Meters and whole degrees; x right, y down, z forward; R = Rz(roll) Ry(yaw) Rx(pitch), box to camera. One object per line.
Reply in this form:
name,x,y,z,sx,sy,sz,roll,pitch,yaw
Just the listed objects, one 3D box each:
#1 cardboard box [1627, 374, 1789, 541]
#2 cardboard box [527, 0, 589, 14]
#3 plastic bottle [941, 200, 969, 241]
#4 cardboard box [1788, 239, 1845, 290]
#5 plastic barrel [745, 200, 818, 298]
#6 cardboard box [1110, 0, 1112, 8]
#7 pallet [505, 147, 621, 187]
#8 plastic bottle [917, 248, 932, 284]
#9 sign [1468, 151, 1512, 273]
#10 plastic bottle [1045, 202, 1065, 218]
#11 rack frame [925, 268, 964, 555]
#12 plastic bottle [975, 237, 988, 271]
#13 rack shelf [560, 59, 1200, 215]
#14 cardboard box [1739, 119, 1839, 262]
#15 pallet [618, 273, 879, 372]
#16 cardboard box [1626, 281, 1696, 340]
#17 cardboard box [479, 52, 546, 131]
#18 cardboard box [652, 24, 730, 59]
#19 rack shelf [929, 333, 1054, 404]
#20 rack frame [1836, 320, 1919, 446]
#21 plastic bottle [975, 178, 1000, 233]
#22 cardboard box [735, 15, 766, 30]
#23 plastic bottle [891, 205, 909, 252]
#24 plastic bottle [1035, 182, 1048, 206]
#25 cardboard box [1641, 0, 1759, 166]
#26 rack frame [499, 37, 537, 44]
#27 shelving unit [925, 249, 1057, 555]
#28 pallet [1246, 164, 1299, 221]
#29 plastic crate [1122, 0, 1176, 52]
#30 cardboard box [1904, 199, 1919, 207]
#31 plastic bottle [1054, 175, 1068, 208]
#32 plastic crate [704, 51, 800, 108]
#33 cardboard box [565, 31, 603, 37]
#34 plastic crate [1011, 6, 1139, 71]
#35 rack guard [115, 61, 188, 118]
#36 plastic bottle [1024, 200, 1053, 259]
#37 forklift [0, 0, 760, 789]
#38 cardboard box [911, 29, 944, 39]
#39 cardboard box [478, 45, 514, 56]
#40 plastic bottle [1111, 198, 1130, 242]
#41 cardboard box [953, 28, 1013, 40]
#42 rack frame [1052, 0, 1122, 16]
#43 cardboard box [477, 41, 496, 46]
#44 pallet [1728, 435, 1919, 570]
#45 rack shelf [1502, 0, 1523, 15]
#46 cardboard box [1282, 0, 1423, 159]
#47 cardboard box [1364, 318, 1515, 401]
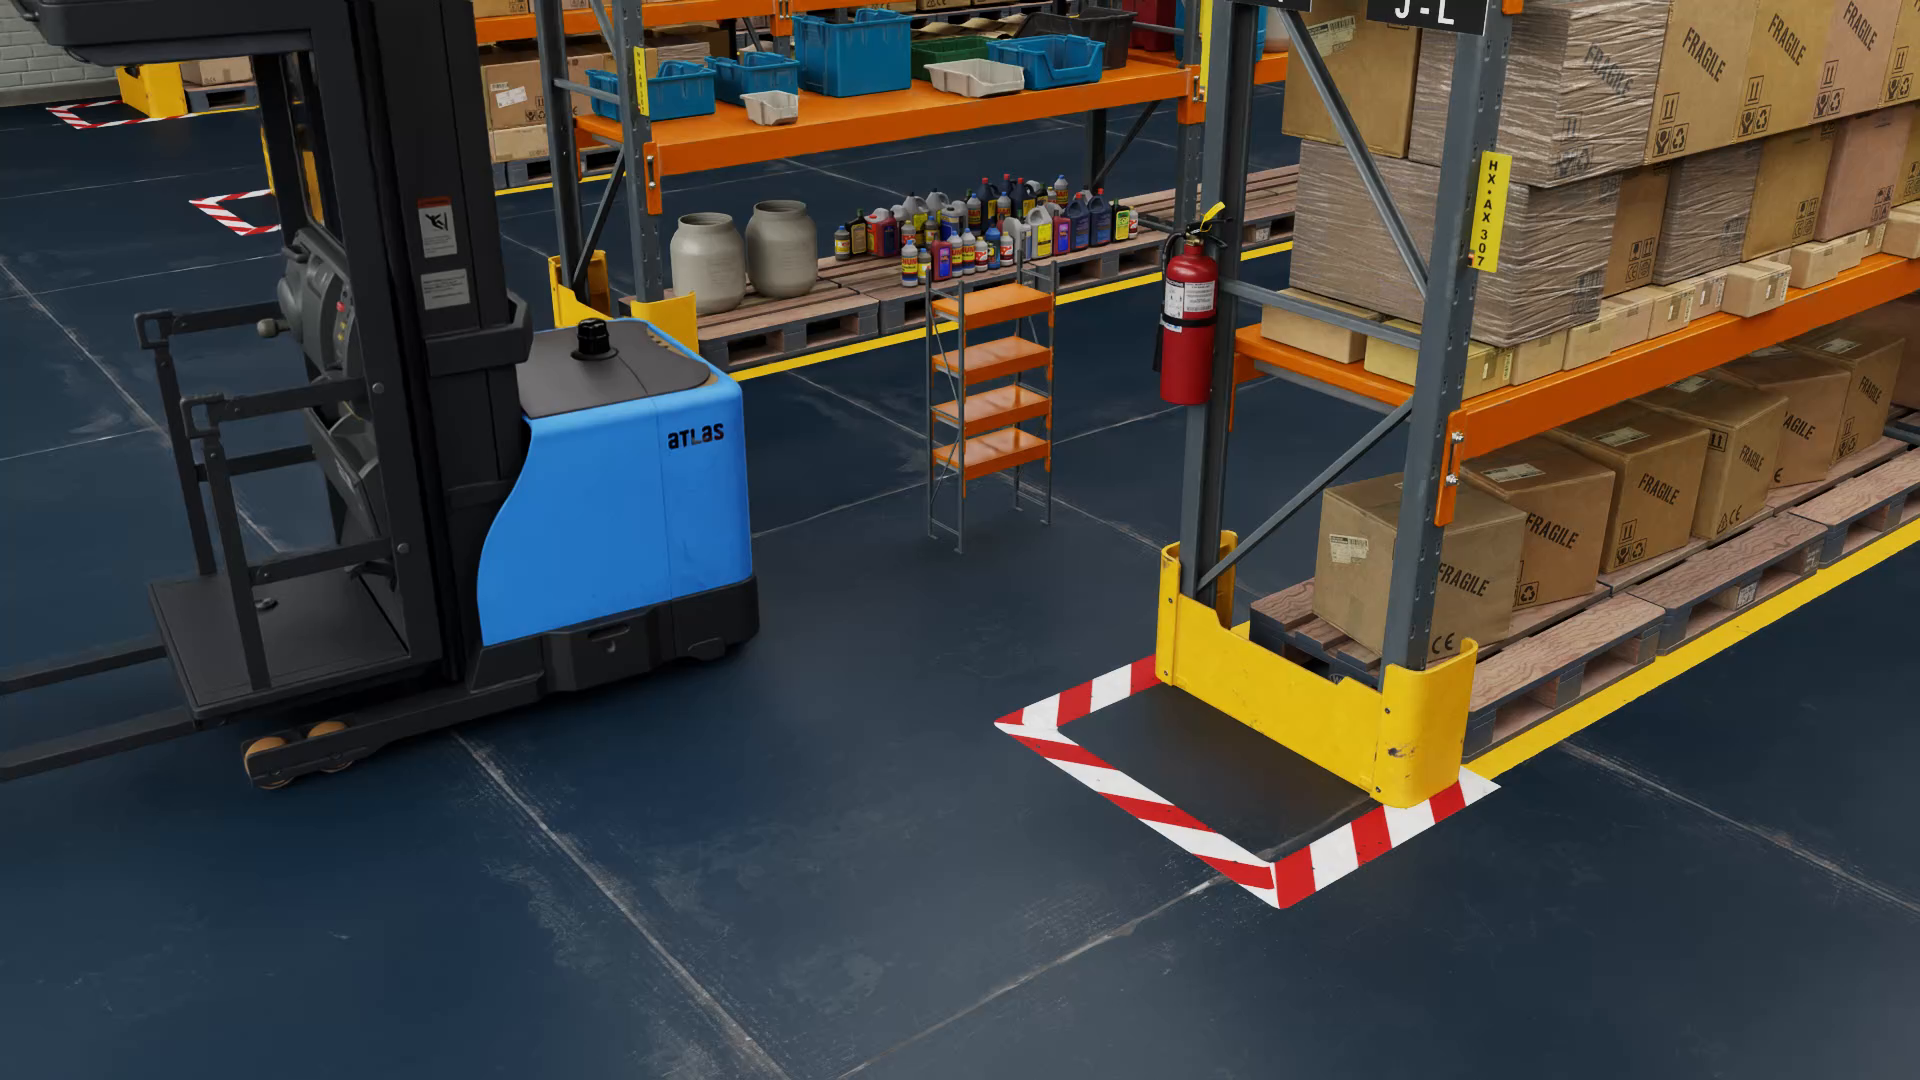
cardboard box,3.056,-0.366,6.945,0.500,0.500,0.500,-22,33,-38
cardboard box,-3.384,-4.547,13.366,0.500,0.500,0.700,-17,30,-33
plastic bottle,-0.038,-2.069,10.857,0.135,0.276,0.152,-18,31,-34
cardboard box,3.105,-1.086,6.326,0.250,0.149,0.380,-18,31,-34
plastic barrel,-1.057,-1.728,9.867,0.421,0.512,0.421,0,25,0
cardboard box,1.952,-5.802,17.745,0.500,0.250,0.500,-17,30,-32
pallet,-3.440,-3.245,13.990,1.213,0.211,1.003,-18,31,-34
plastic bottle,-0.222,-1.665,10.075,0.097,0.201,0.097,0,25,0
sign,1.469,-0.912,4.624,0.005,0.325,0.100,-18,31,-34
plastic bottle,0.634,-2.073,10.866,0.135,0.276,0.152,-18,31,-34
rack frame,-0.062,-0.524,6.953,0.015,1.200,0.240,-18,31,-34
plastic bottle,0.123,-1.779,10.321,0.097,0.201,0.097,0,25,0
rack shelf,-0.348,-2.533,9.999,4.000,0.370,1.077,-18,31,-34
cardboard box,2.724,-1.424,6.284,0.500,0.500,0.875,-18,31,-34
pallet,-1.249,-1.320,9.843,1.213,0.211,1.003,-18,31,-34
cardboard box,2.305,-0.833,5.781,0.250,0.149,0.380,-18,31,-34
cardboard box,-3.639,-3.595,13.311,0.500,0.500,0.500,-18,31,-34
cardboard box,-2.386,-4.287,14.802,0.500,0.500,0.500,-18,31,-34
rack shelf,0.130,-0.729,7.024,0.480,0.148,0.258,-18,31,-34
rack frame,4.282,-1.738,7.432,0.127,3.000,1.000,-18,31,-34
plastic bottle,0.186,-2.256,11.171,0.185,0.351,0.144,-20,31,-36
cardboard box,-2.752,-6.466,20.066,0.500,0.500,0.700,-18,31,-34
plastic bottle,-0.423,-2.019,10.749,0.135,0.276,0.152,-19,31,-35
plastic bottle,0.533,-2.281,11.305,0.133,0.283,0.061,-18,31,-34
cardboard box,2.133,-1.513,5.287,0.500,0.500,0.500,-18,31,-34
rack frame,-4.888,-6.661,18.039,0.127,3.000,1.000,-18,31,-34
shelving unit,0.130,-0.587,7.090,0.503,1.200,0.258,-18,31,-34
pallet,2.780,-2.650,12.708,1.213,0.211,1.003,-18,31,-34
plastic crate,1.418,-3.635,11.443,0.583,0.464,0.402,-18,31,-34
cardboard box,3.858,-1.364,6.925,0.250,0.149,0.380,-18,31,-34
plastic bottle,0.704,-2.403,11.584,0.097,0.271,0.097,0,25,0
plastic crate,-1.198,-2.668,9.613,0.408,0.251,0.499,-18,31,-34
cardboard box,-4.319,-5.923,18.896,0.500,0.500,0.700,-17,30,-32
plastic crate,0.735,-3.257,10.778,0.504,0.338,0.767,-18,31,-34
rack guard,-7.976,-4.508,16.369,0.348,0.500,1.175,-18,31,-34
plastic bottle,0.491,-1.980,10.578,0.185,0.351,0.144,-18,31,-34
forklift,-2.290,-0.763,5.413,3.031,2.935,1.130,-14,29,-28
cardboard box,-0.489,-4.814,16.161,0.500,0.311,0.500,-19,31,-35
cardboard box,-3.959,-3.768,13.682,0.500,0.500,0.500,-18,31,-34
plastic bottle,1.051,-2.112,10.942,0.133,0.283,0.061,-17,30,-32
cardboard box,0.256,-4.773,16.071,0.500,0.311,0.500,-18,31,-34
rack frame,1.320,-6.060,16.744,0.127,3.000,1.000,-18,31,-34
cardboard box,-5.290,-5.426,18.222,0.380,0.166,0.250,22,33,39
pallet,3.775,-0.287,7.618,1.213,0.211,1.003,-18,31,-34
rack shelf,2.708,-2.253,5.833,4.000,0.370,1.077,-18,31,-34
cardboard box,1.414,-1.558,5.383,0.500,0.500,0.500,-18,31,-34
cardboard box,1.506,-0.580,5.235,0.250,0.149,0.380,-18,31,-34
